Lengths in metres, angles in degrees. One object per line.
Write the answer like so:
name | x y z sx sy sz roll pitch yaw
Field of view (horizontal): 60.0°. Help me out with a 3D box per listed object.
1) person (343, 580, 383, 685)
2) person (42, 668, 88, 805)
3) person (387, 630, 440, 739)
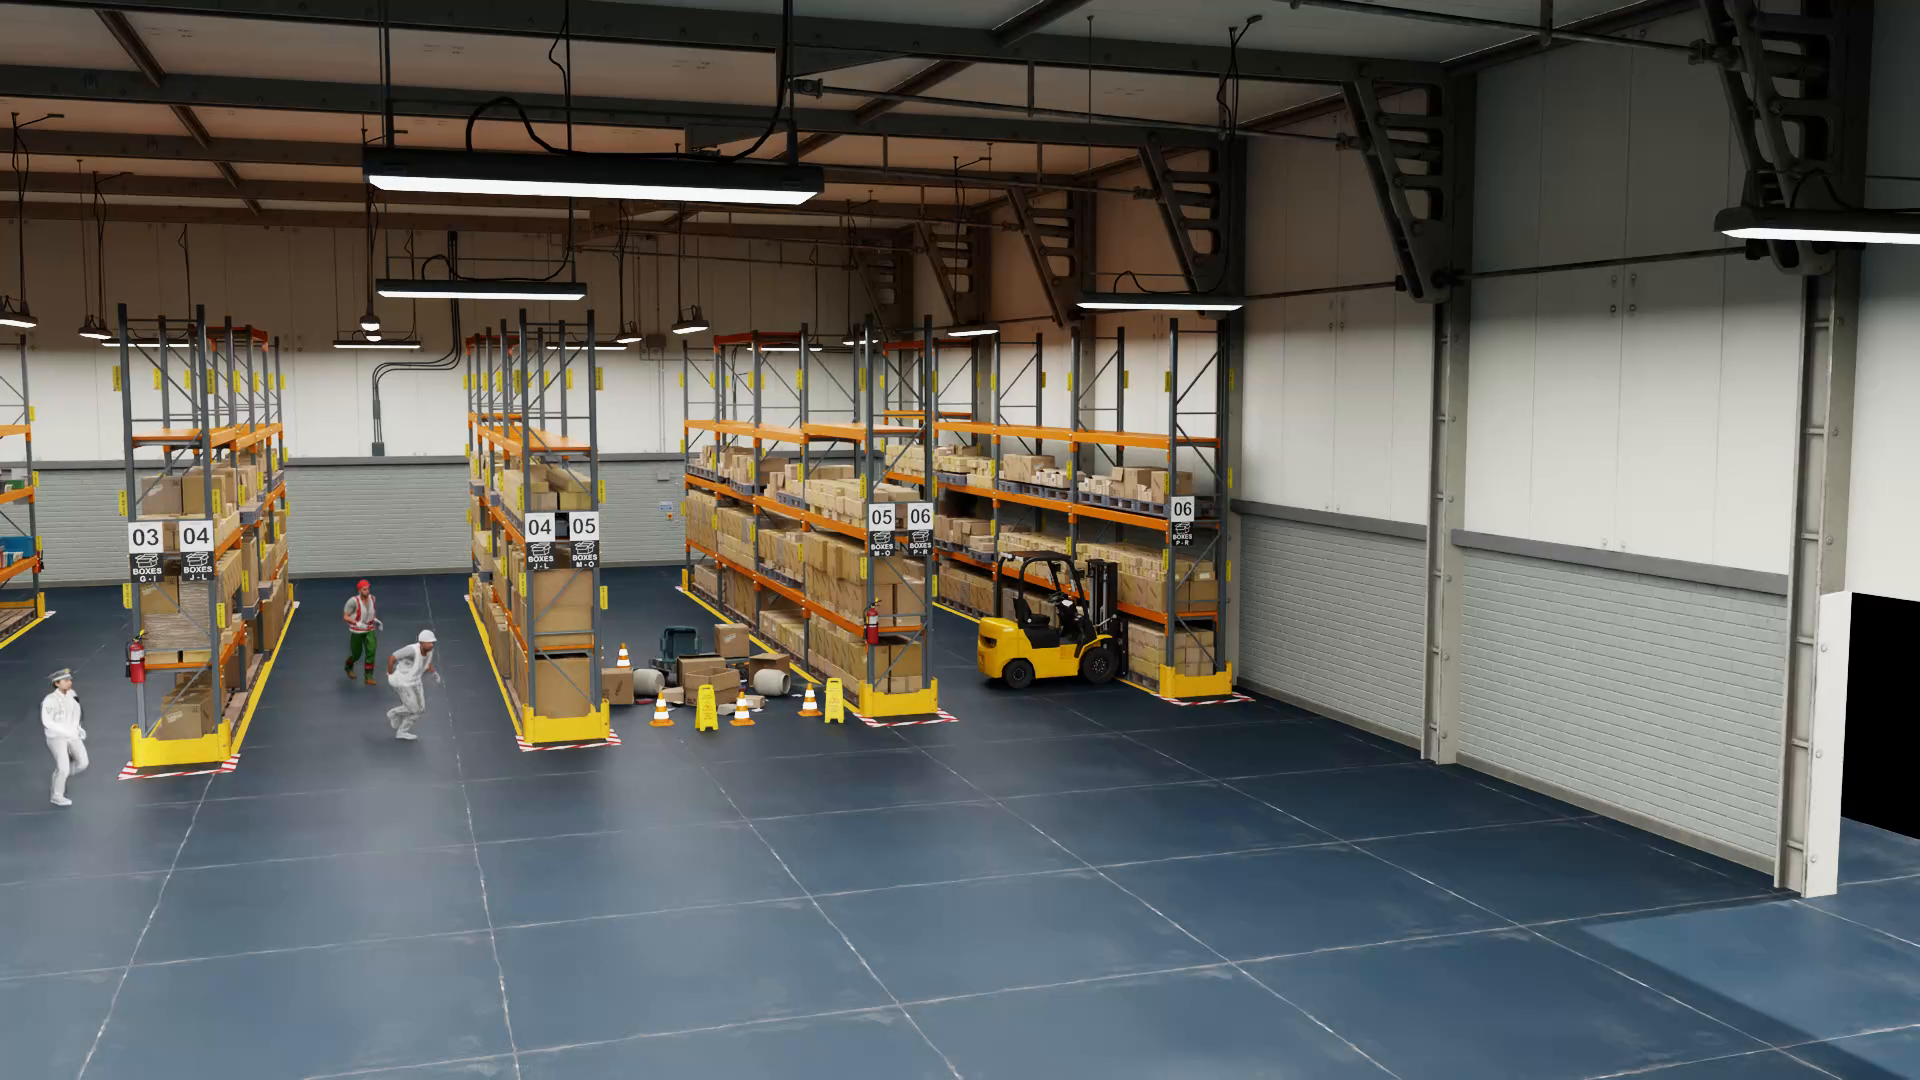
person | -9.964 1.517 27.614 0.672 1.749 0.917 -5 8 -44
person | -10.585 2.324 19.697 0.578 1.641 0.600 2 6 16
person | -7.638 1.998 23.171 0.829 1.522 0.712 3 6 25
